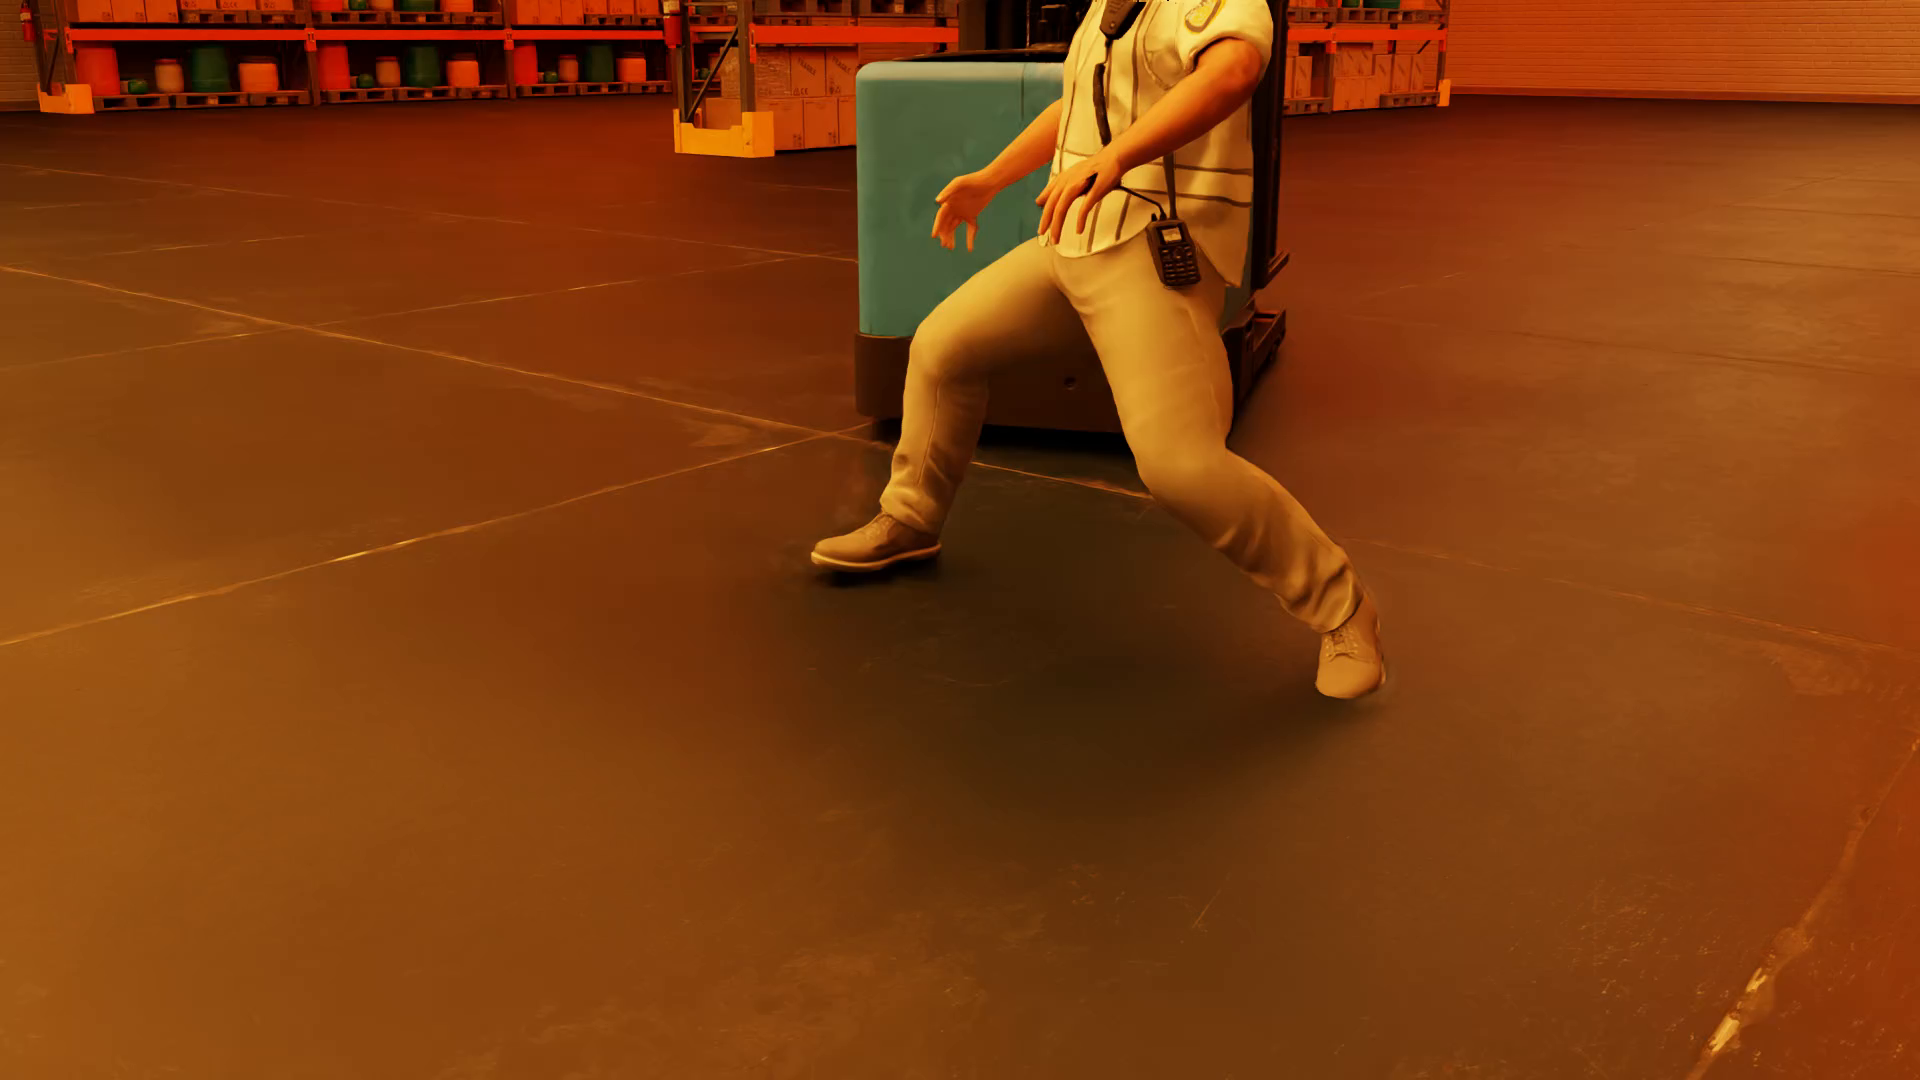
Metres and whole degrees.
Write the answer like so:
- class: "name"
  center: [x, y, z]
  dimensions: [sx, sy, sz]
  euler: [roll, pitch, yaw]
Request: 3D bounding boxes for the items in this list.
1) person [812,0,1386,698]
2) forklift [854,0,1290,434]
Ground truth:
- class: "person"
  center: [0.258, -0.563, 3.182]
  dimensions: [0.975, 1.601, 1.066]
  euler: [-5, 18, -16]
- class: "forklift"
  center: [0.602, -2.077, 5.738]
  dimensions: [1.130, 2.935, 3.031]
  euler: [5, 18, 16]
